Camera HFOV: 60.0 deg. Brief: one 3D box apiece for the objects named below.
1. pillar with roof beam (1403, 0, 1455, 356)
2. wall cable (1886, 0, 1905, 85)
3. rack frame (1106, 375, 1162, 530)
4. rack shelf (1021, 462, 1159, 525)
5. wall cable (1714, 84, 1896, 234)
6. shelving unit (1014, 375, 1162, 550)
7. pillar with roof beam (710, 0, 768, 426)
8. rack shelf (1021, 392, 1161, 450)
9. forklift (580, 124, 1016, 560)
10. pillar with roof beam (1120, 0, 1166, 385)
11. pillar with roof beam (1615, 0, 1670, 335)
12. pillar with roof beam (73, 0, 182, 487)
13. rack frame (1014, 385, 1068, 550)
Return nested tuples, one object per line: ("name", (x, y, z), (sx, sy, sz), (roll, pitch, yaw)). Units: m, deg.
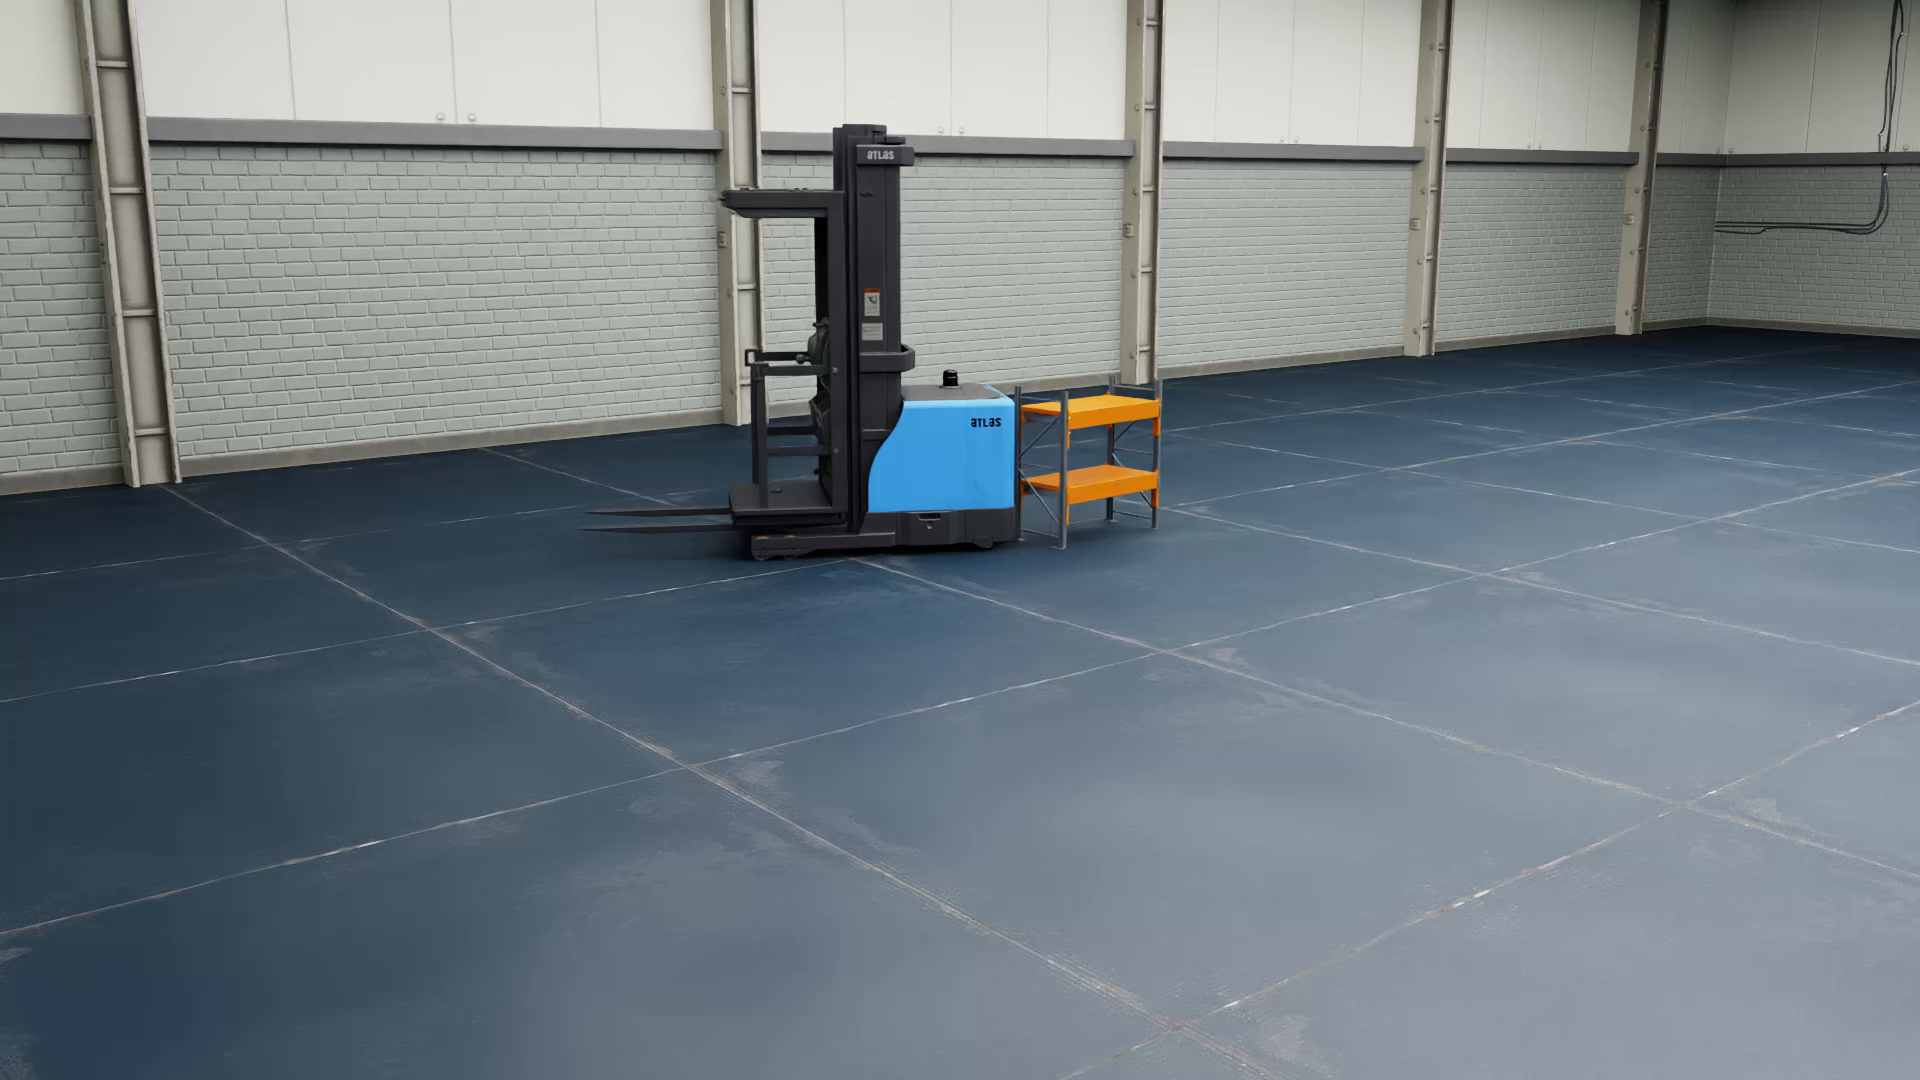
("pillar with roof beam", (9.713, -6.541, 21.270), (0.400, 9.000, 9.100), (-9, 15, -38))
("wall cable", (16.526, -8.699, 26.746), (0.112, 2.526, 3.097), (-9, 15, -38))
("rack frame", (1.311, -0.666, 12.557), (0.032, 1.125, 0.500), (-11, 16, -42))
("rack shelf", (0.942, -0.354, 12.266), (1.000, 0.278, 0.538), (-11, 16, -42))
("wall cable", (14.836, -6.667, 29.337), (0.112, 2.526, 3.097), (-9, 15, -38))
("shelving unit", (0.942, -0.593, 12.216), (1.048, 1.125, 0.538), (-11, 16, -42))
("pillar with roof beam", (0.343, -4.984, 13.937), (0.400, 9.000, 9.100), (-9, 15, -38))
("rack shelf", (0.942, -0.880, 12.155), (1.000, 0.278, 0.538), (-11, 16, -42))
("forklift", (-1.169, -1.411, 11.716), (3.031, 2.935, 1.130), (-2, 12, -9))
("pillar with roof beam", (5.028, -5.763, 17.603), (0.400, 9.000, 9.100), (-9, 15, -38))
("pillar with roof beam", (14.399, -7.320, 24.936), (0.400, 9.000, 9.100), (-9, 15, -38))
("pillar with roof beam", (-4.342, -4.206, 10.270), (0.400, 9.000, 9.100), (-9, 15, -38))
("rack frame", (0.572, -0.521, 11.874), (0.032, 1.125, 0.500), (-11, 16, -42))
